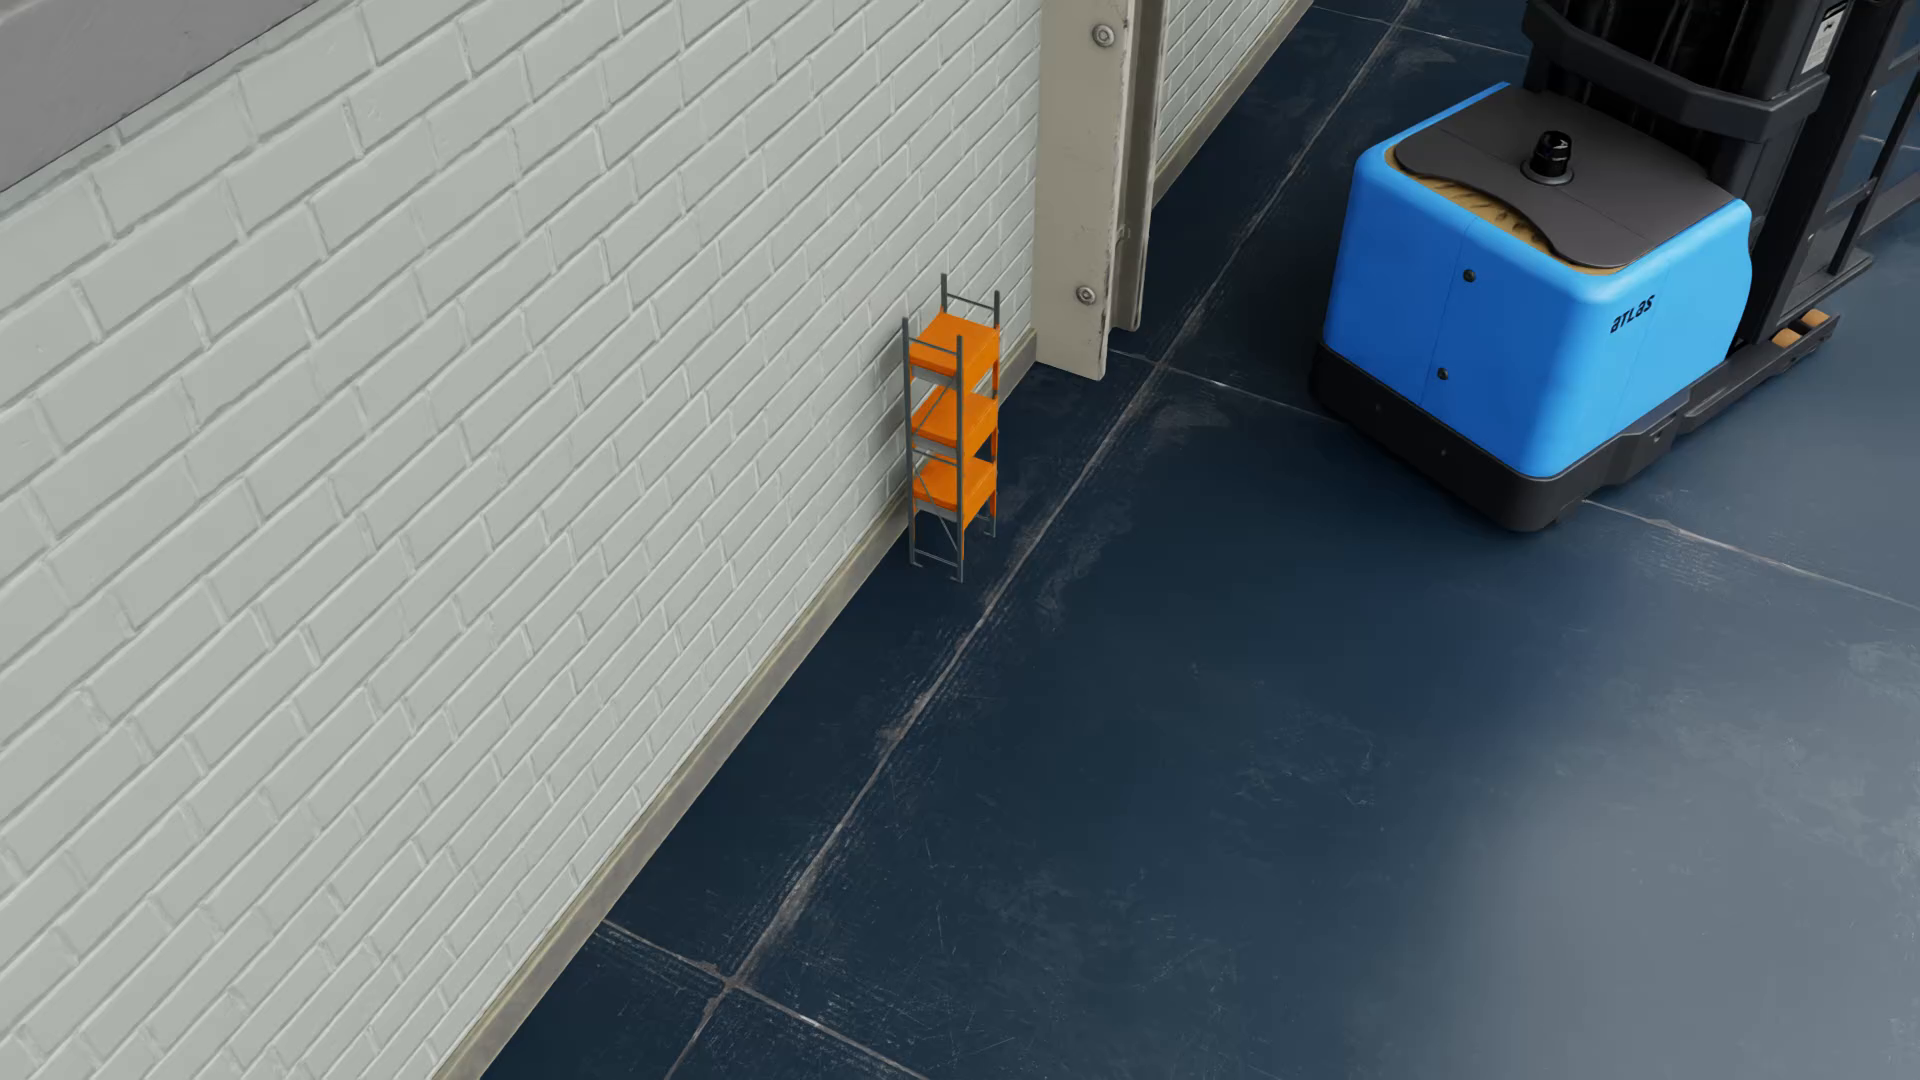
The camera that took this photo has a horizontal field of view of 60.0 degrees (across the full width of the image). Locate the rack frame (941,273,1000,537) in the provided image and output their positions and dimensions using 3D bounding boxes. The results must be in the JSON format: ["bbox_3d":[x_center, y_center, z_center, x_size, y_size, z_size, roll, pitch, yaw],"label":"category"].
[{"bbox_3d":[0.032,-0.412,5.419,0.200,1.050,0.008,20,49,19],"label":"rack frame"}]

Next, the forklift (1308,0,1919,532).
[{"bbox_3d":[2.767,-1.940,5.606,3.031,2.935,1.130,-30,52,-26],"label":"forklift"}]

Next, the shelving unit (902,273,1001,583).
[{"bbox_3d":[-0.025,-0.335,5.343,0.215,1.050,0.252,20,49,19],"label":"shelving unit"}]

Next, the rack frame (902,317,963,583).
[{"bbox_3d":[-0.081,-0.258,5.267,0.200,1.050,0.008,20,49,19],"label":"rack frame"}]

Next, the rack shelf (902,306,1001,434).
[{"bbox_3d":[-0.025,-0.527,5.149,0.215,0.259,0.240,20,49,19],"label":"rack shelf"}]

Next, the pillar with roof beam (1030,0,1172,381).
[{"bbox_3d":[4.301,-2.523,1.917,9.100,9.000,0.400,20,49,19],"label":"pillar with roof beam"}]

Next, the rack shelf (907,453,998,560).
[{"bbox_3d":[-0.025,-0.133,5.548,0.215,0.259,0.240,20,49,19],"label":"rack shelf"}]

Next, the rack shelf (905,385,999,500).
[{"bbox_3d":[-0.025,-0.328,5.351,0.215,0.259,0.240,20,49,19],"label":"rack shelf"}]
